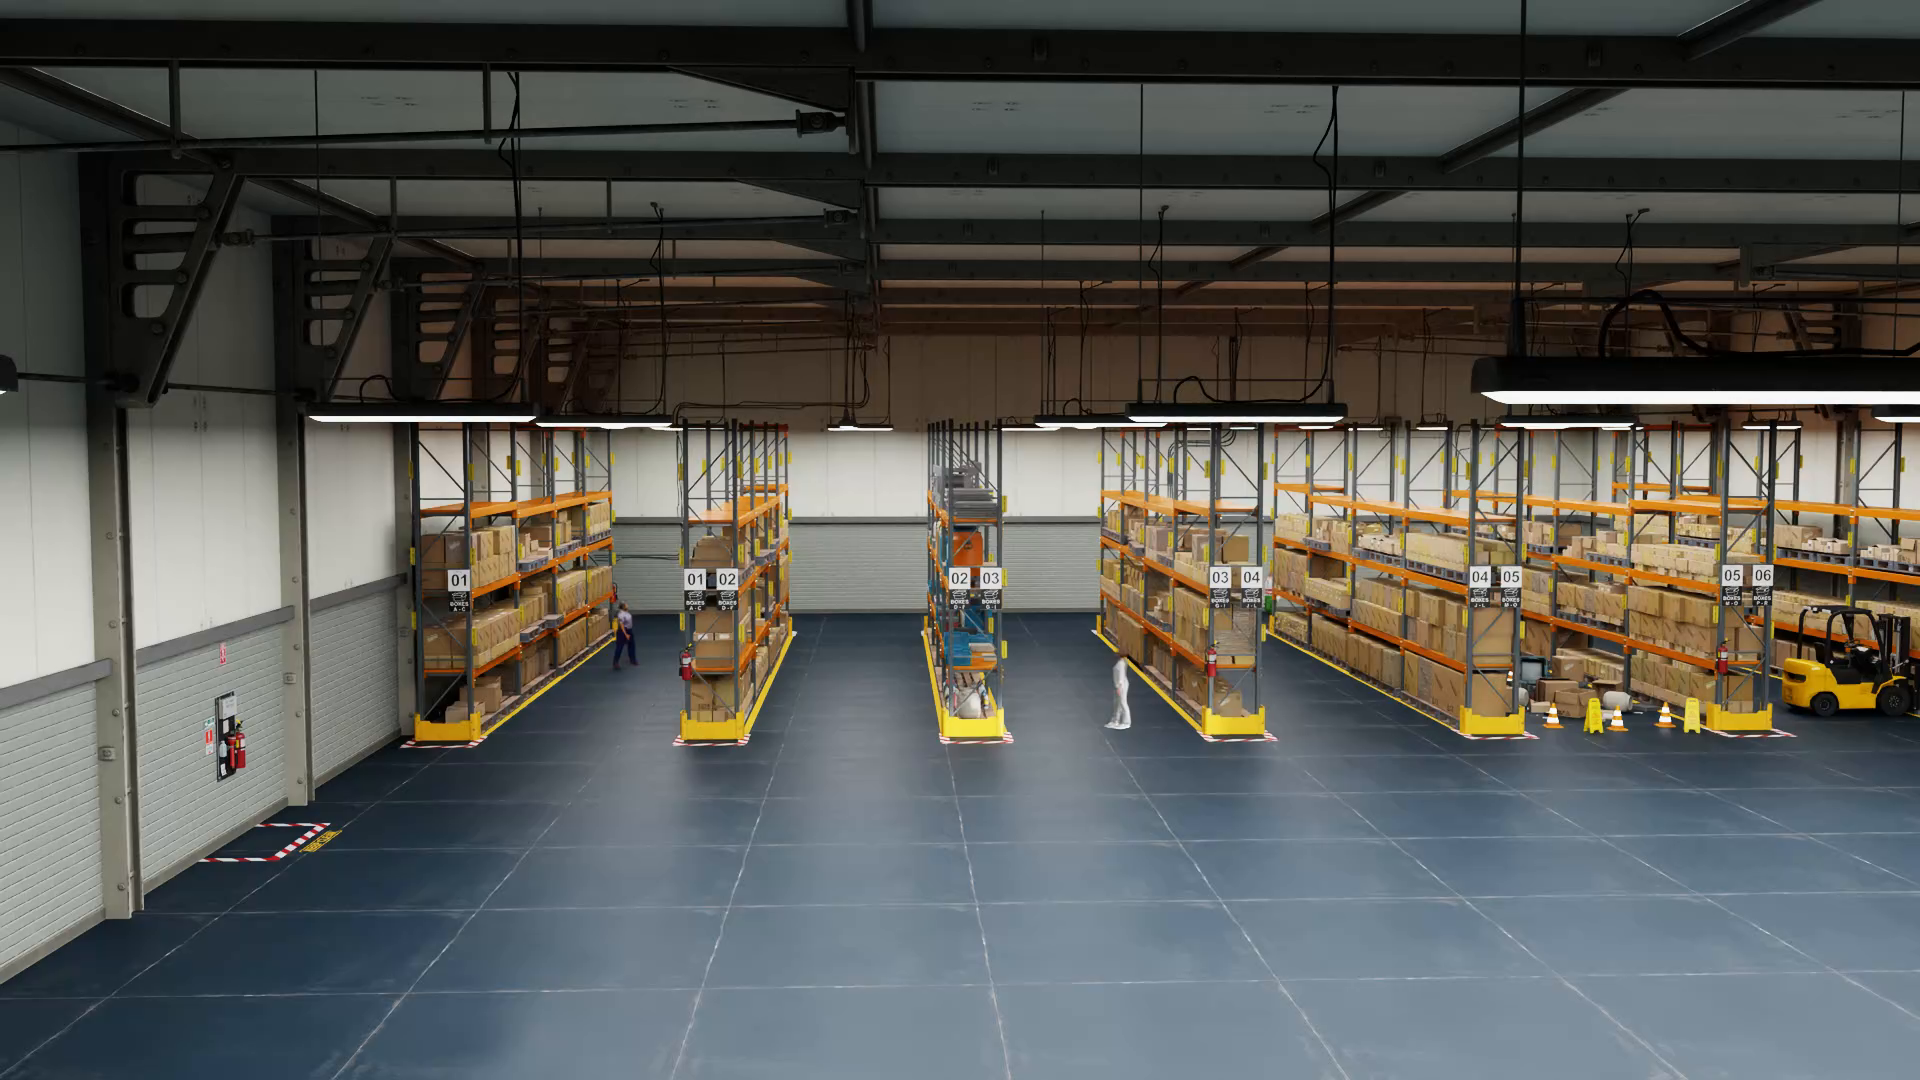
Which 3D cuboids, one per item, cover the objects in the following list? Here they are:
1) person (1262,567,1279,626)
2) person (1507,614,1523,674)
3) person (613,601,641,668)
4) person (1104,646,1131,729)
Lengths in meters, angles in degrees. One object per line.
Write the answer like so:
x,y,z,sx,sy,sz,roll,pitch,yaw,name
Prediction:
9.169,1.666,49.103,0.480,1.782,0.574,-2,4,-24,person
13.043,2.347,39.262,0.597,1.748,0.689,-1,4,-14,person
-8.202,2.327,40.837,0.530,1.663,0.671,1,4,20,person
3.062,2.862,32.219,0.479,1.614,0.472,0,4,-4,person
